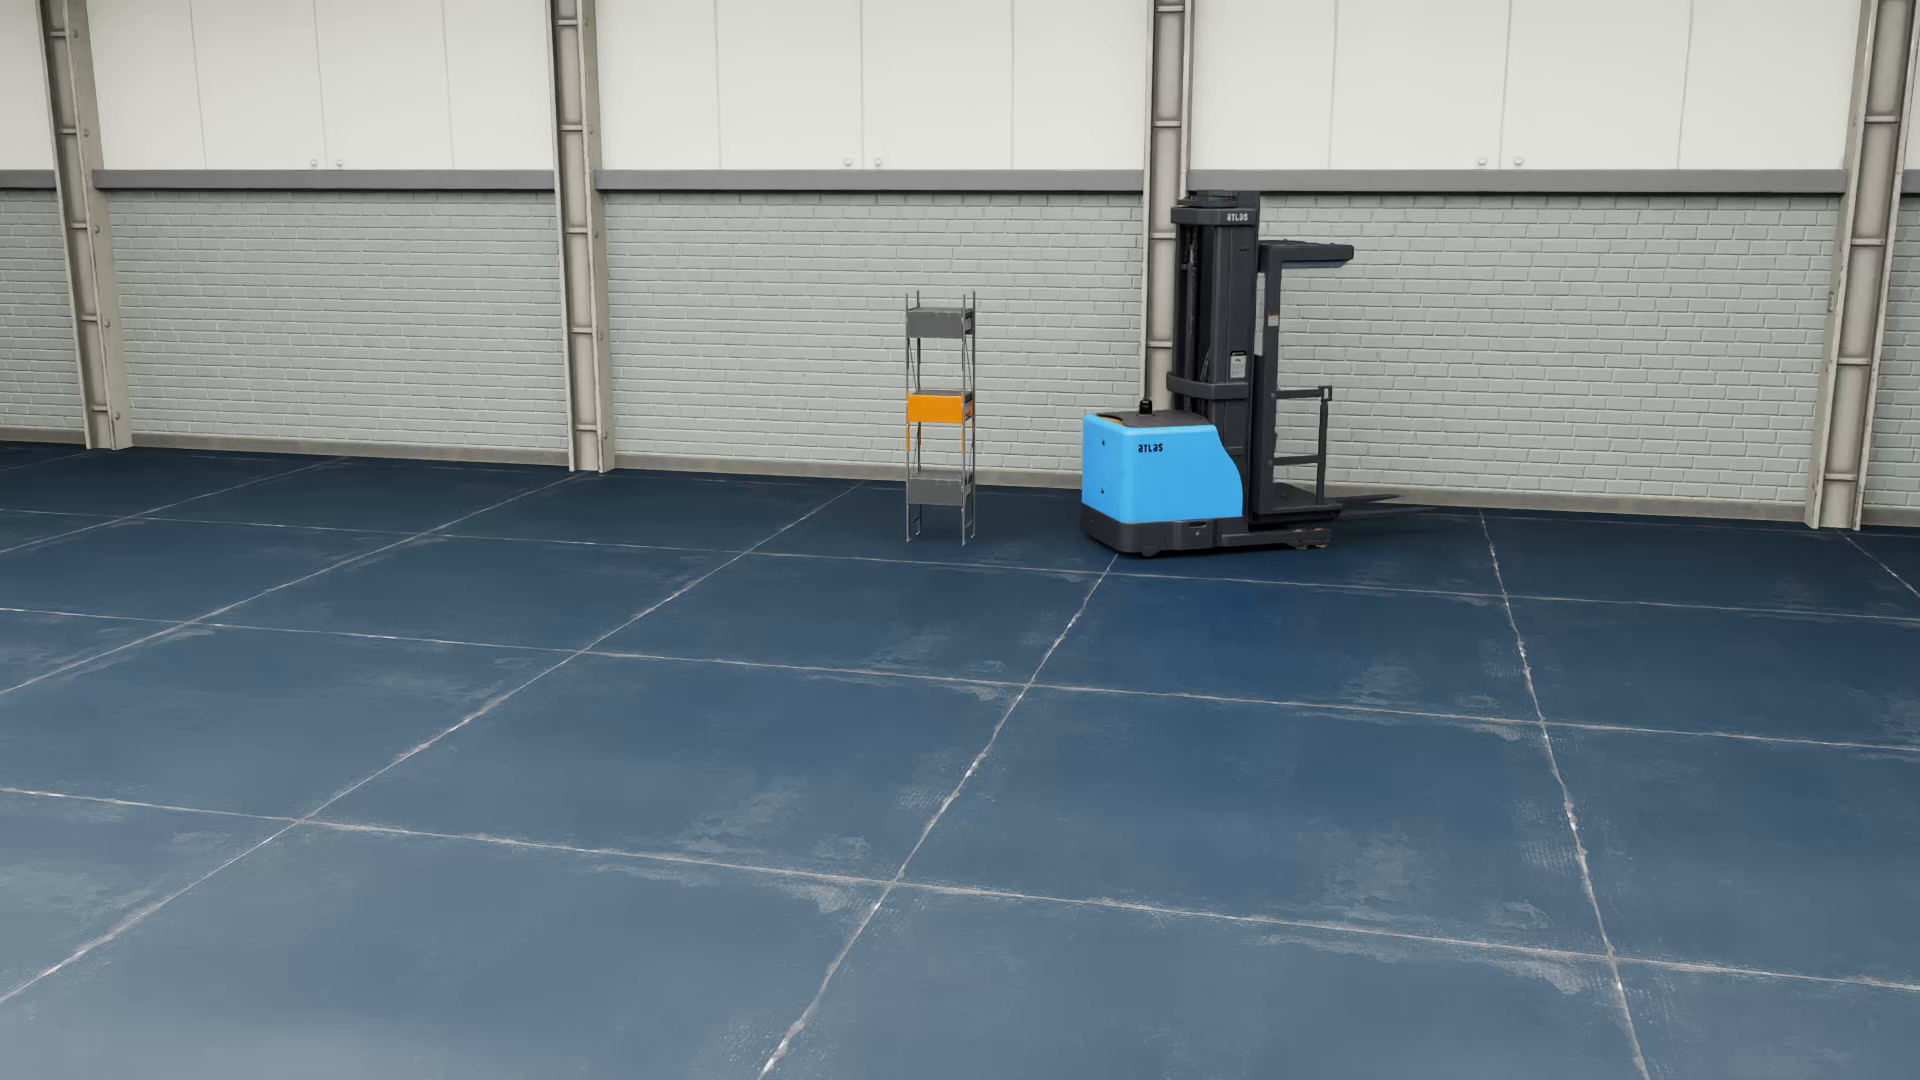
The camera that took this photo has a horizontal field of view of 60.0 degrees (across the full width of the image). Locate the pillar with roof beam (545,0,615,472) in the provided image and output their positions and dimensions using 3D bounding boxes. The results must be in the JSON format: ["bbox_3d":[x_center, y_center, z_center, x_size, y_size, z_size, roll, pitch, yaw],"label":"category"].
[{"bbox_3d":[-4.922,-4.238,12.559,0.400,9.000,9.100,3,13,14],"label":"pillar with roof beam"}]

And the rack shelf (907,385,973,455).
[{"bbox_3d":[-0.161,-1.020,14.048,0.480,0.518,0.431,3,13,14],"label":"rack shelf"}]

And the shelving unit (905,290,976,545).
[{"bbox_3d":[-0.161,-1.034,14.045,0.503,2.100,0.431,3,13,14],"label":"shelving unit"}]

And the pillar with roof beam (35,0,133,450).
[{"bbox_3d":[-10.747,-4.549,13.963,0.400,9.000,9.100,3,13,14],"label":"pillar with roof beam"}]

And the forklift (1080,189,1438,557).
[{"bbox_3d":[2.606,-1.456,14.031,3.031,2.935,1.130,-4,13,-17],"label":"forklift"}]

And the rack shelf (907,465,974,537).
[{"bbox_3d":[-0.161,-0.337,14.200,0.480,0.518,0.431,3,13,14],"label":"rack shelf"}]

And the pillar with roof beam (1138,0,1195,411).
[{"bbox_3d":[0.904,-3.927,11.156,0.400,9.000,9.100,3,13,14],"label":"pillar with roof beam"}]

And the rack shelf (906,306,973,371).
[{"bbox_3d":[-0.161,-1.704,13.896,0.480,0.518,0.431,3,13,14],"label":"rack shelf"}]

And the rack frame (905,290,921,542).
[{"bbox_3d":[-0.398,-1.046,14.102,0.015,2.100,0.400,3,13,14],"label":"rack frame"}]

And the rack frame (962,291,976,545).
[{"bbox_3d":[0.076,-1.021,13.988,0.015,2.100,0.400,3,13,14],"label":"rack frame"}]

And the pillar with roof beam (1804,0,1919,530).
[{"bbox_3d":[6.729,-3.615,9.753,0.400,9.000,9.100,3,13,14],"label":"pillar with roof beam"}]
